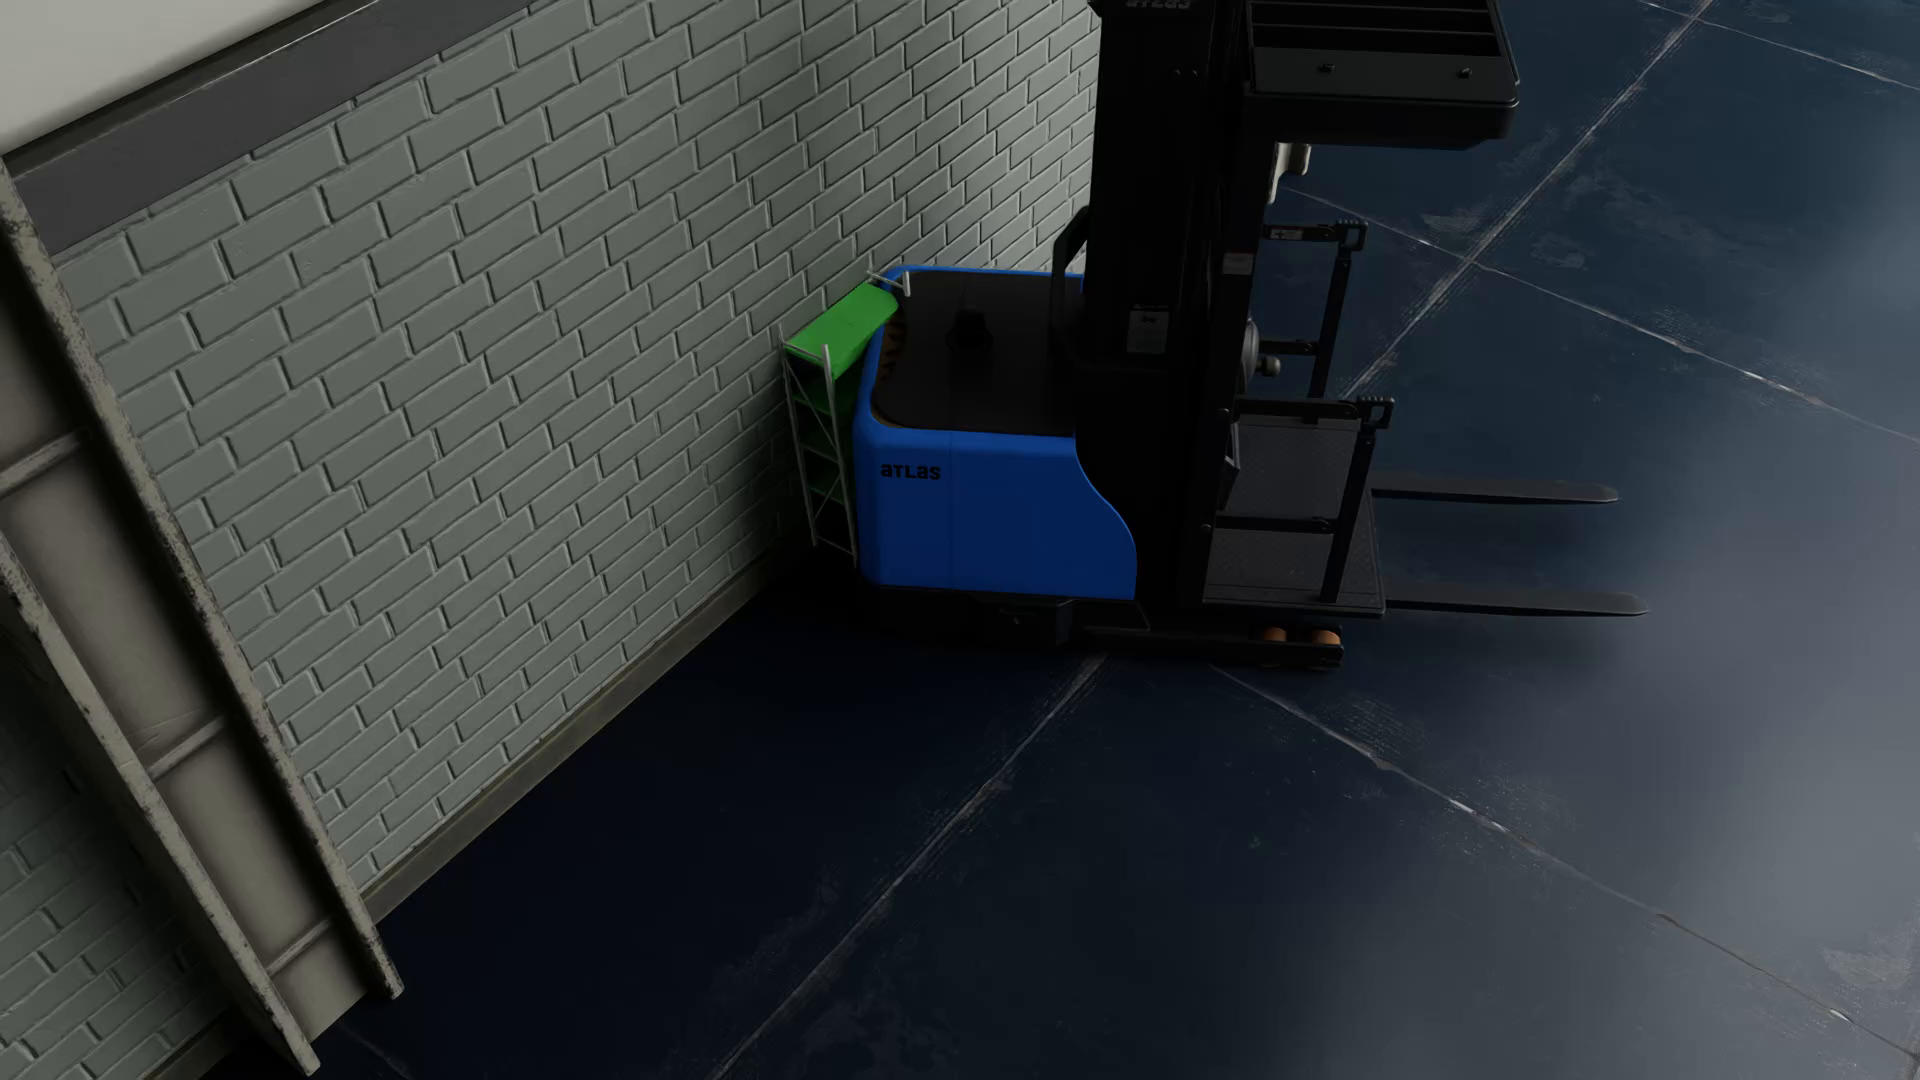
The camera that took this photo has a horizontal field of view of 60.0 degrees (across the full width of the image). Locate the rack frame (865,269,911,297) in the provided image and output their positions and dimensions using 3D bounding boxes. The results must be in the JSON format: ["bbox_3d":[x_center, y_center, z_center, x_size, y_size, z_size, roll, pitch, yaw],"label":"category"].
[{"bbox_3d":[-0.261,-0.635,6.680,0.240,1.200,0.015,25,54,25],"label":"rack frame"}]

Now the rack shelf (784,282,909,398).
[{"bbox_3d":[-0.425,-0.768,6.246,0.258,0.148,0.480,25,54,25],"label":"rack shelf"}]

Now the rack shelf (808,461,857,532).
[{"bbox_3d":[-0.384,-0.277,6.770,0.258,0.148,0.480,25,54,25],"label":"rack shelf"}]

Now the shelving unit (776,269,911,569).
[{"bbox_3d":[-0.401,-0.484,6.549,0.258,1.200,0.503,25,54,25],"label":"shelving unit"}]

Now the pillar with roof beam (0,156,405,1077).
[{"bbox_3d":[1.331,0.323,0.383,9.100,9.000,0.400,29,53,25],"label":"pillar with roof beam"}]

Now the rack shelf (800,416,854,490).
[{"bbox_3d":[-0.397,-0.440,6.596,0.258,0.148,0.480,25,54,25],"label":"rack shelf"}]

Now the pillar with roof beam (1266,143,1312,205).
[{"bbox_3d":[5.000,-3.110,3.663,9.100,9.000,0.400,29,53,25],"label":"pillar with roof beam"}]

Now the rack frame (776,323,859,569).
[{"bbox_3d":[-0.541,-0.333,6.418,0.240,1.200,0.015,25,54,25],"label":"rack frame"}]

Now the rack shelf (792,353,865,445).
[{"bbox_3d":[-0.411,-0.604,6.421,0.258,0.148,0.480,25,54,25],"label":"rack shelf"}]

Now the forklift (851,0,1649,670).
[{"bbox_3d":[1.148,-0.912,5.759,3.031,2.935,1.130,3,46,3],"label":"forklift"}]
